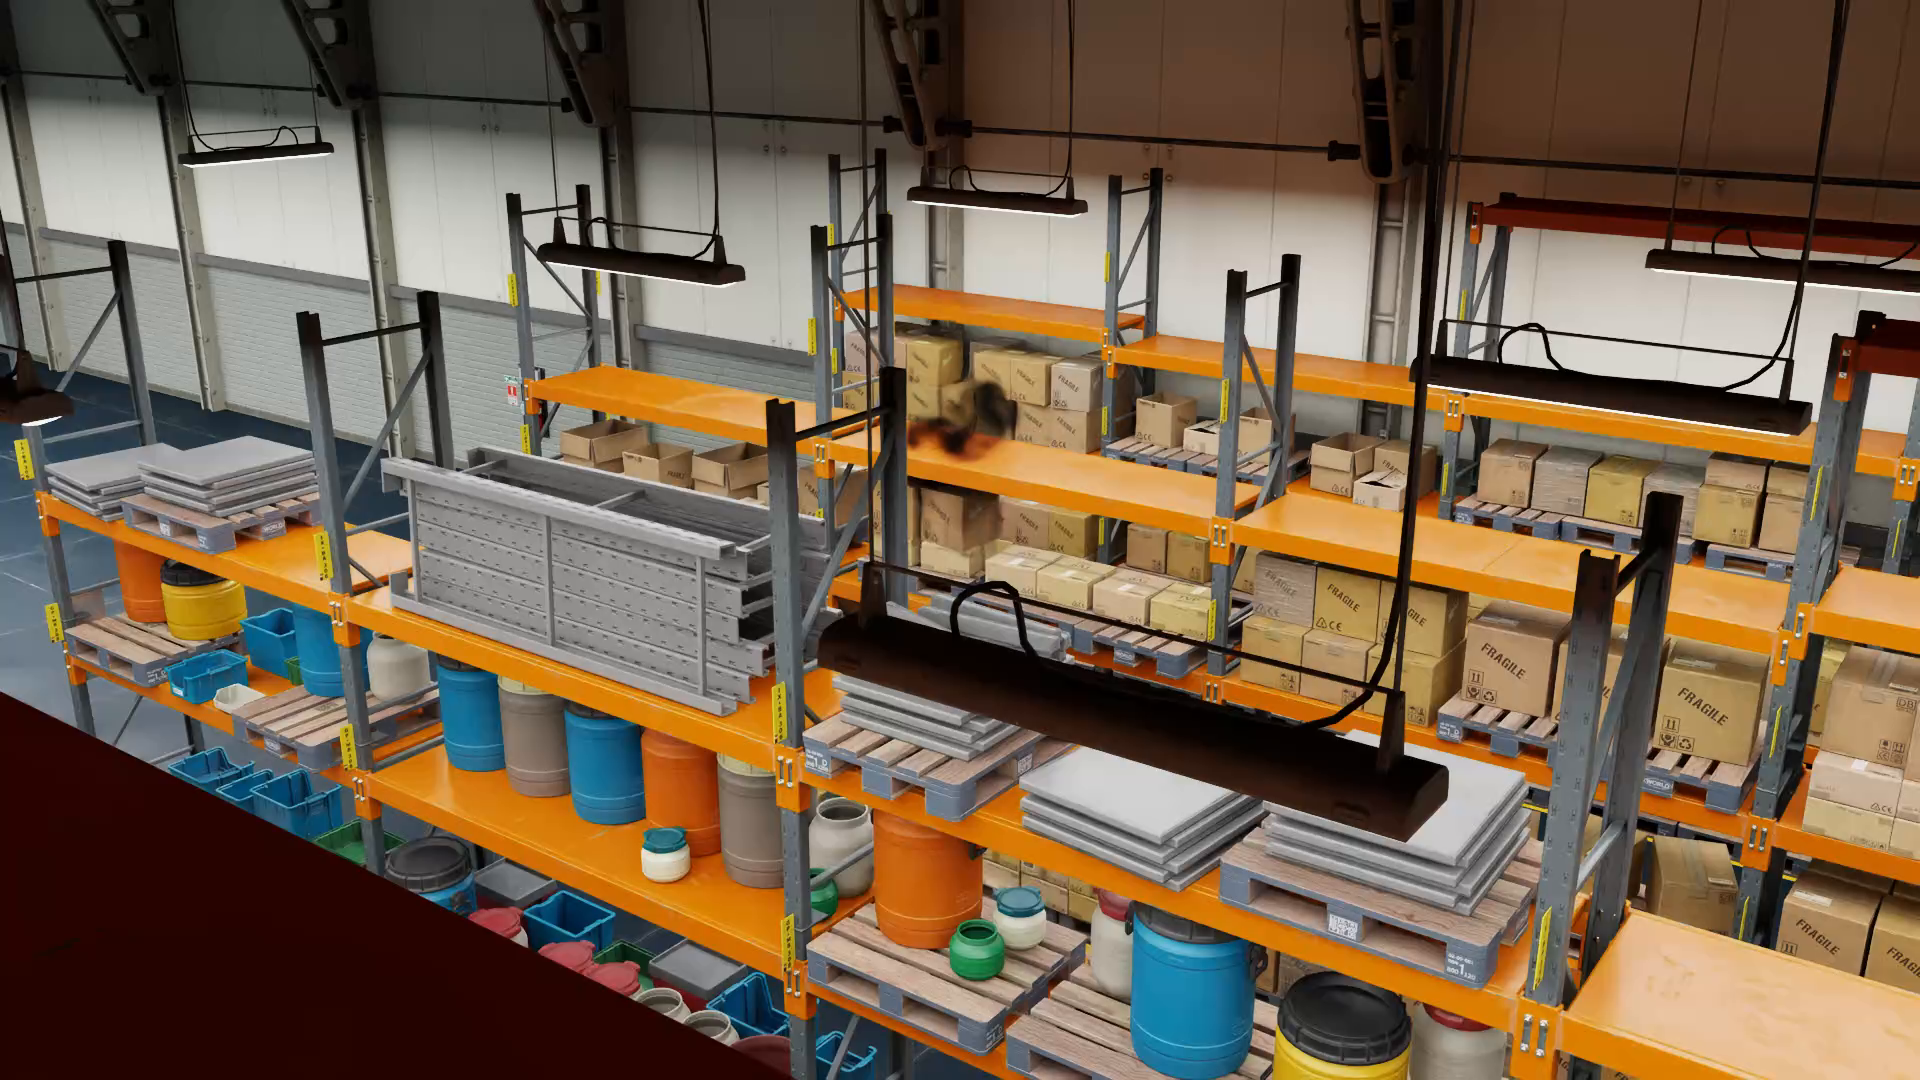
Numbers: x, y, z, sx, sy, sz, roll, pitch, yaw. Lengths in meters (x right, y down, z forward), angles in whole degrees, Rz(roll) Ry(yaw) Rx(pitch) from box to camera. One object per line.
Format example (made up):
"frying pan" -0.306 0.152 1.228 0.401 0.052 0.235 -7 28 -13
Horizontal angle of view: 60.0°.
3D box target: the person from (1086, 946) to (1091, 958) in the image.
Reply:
"person" 1.242 3.377 12.080 0.931 1.770 0.684 11 21 29
